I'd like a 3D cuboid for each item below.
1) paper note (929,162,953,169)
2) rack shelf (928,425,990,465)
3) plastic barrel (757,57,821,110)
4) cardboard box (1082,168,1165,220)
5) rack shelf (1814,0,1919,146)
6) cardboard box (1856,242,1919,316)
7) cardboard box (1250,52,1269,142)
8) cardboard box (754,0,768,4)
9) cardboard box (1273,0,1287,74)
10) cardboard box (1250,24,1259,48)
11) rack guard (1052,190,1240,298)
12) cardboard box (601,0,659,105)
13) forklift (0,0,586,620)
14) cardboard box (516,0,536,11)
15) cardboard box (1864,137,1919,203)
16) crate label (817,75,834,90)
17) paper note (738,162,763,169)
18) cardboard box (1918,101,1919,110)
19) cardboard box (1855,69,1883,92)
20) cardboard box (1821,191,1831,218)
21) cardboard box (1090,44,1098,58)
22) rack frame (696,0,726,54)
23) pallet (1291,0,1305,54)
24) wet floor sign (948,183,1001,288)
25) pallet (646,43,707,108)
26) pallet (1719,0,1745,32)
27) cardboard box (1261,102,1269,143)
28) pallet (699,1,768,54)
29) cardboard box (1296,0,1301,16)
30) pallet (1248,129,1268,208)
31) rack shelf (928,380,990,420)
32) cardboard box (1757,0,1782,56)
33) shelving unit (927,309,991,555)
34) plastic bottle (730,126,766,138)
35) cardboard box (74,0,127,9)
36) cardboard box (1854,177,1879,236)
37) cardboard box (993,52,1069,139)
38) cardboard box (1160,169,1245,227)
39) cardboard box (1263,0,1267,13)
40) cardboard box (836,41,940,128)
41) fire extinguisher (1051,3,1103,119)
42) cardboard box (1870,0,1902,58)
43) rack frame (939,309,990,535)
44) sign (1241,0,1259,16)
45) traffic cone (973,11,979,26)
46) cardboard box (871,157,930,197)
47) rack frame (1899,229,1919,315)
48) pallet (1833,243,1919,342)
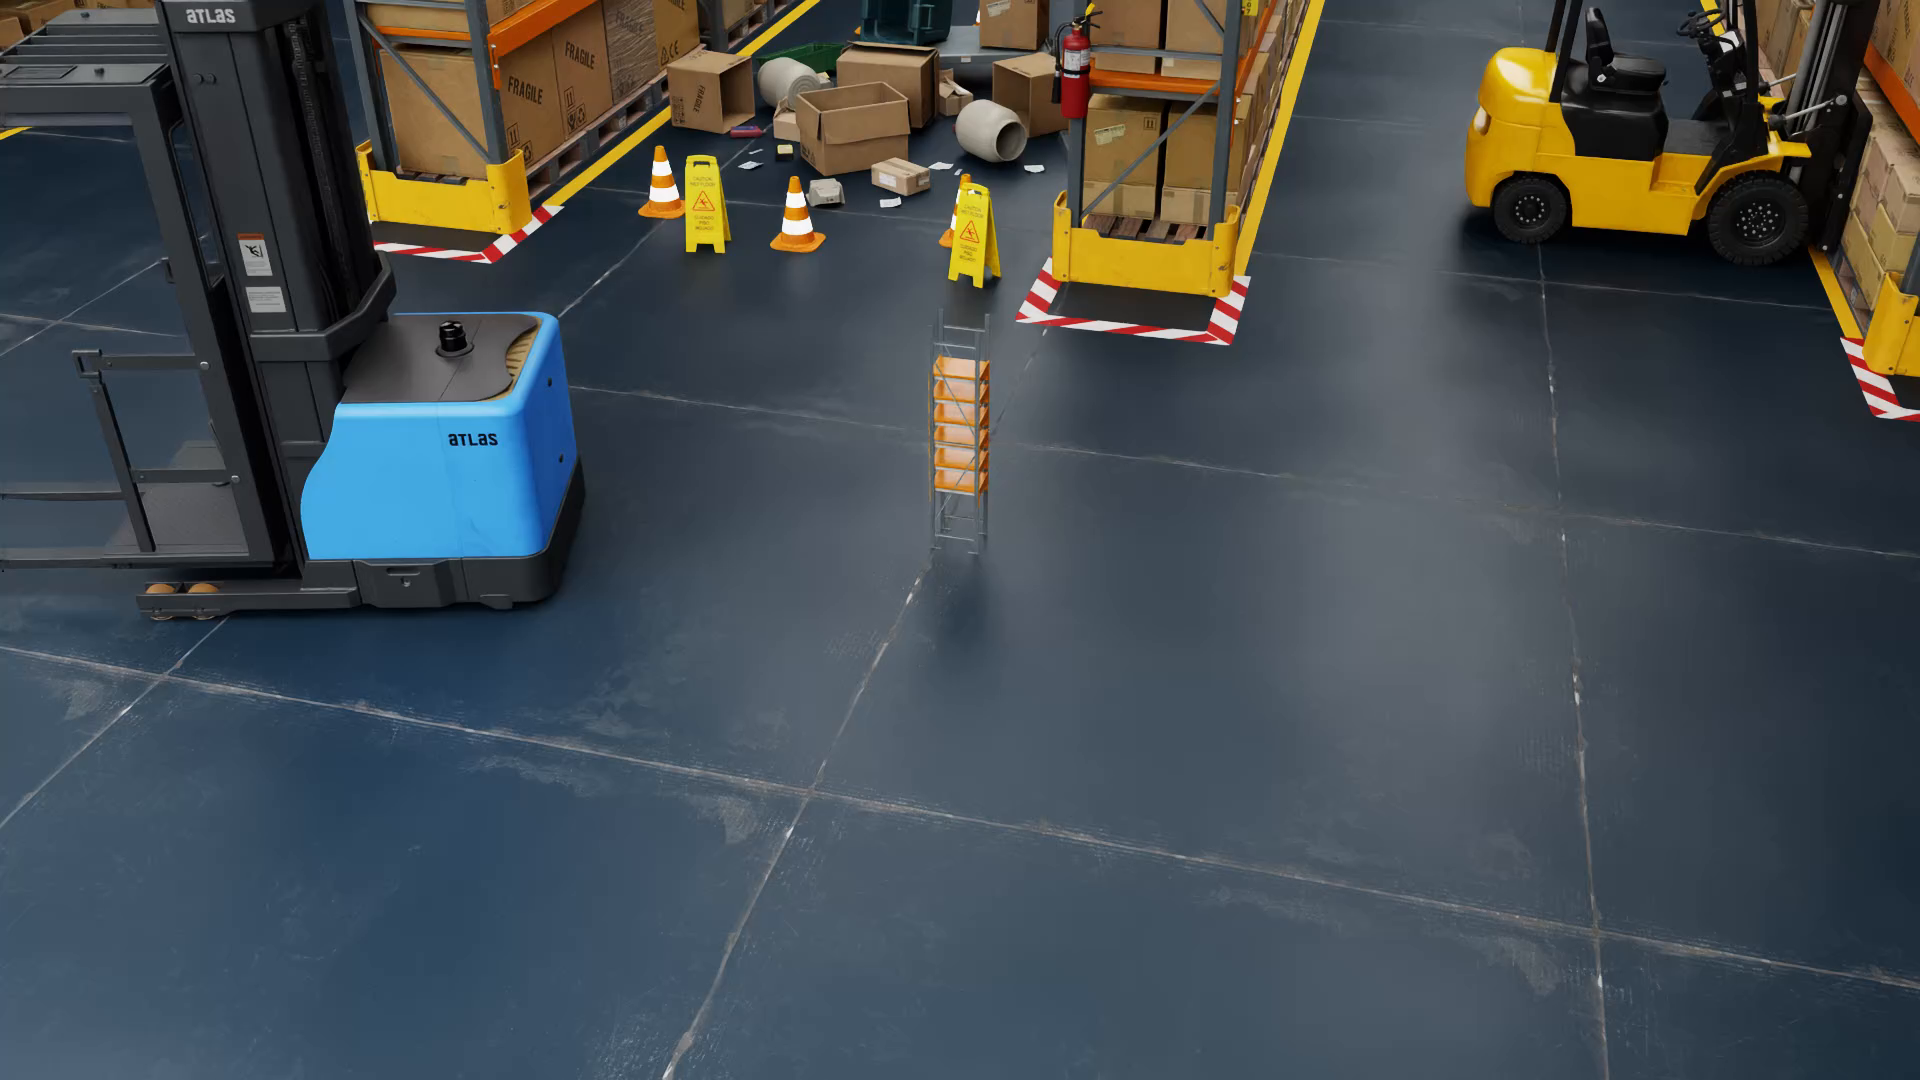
[{"bbox_3d":[-0.144,-2.873,12.751,0.148,0.019,0.142,20,38,29],"label":"paper note"},{"bbox_3d":[-0.004,-0.461,7.940,0.258,0.103,0.180,8,33,12],"label":"rack shelf"},{"bbox_3d":[-1.421,-3.761,13.771,0.421,0.421,0.512,-21,38,-29],"label":"plastic barrel"},{"bbox_3d":[1.132,-2.434,11.454,0.500,0.250,0.500,8,33,12],"label":"cardboard box"},{"bbox_3d":[6.491,-3.009,10.858,1.077,0.370,4.000,8,33,12],"label":"rack shelf"},{"bbox_3d":[5.797,-1.578,10.108,0.500,0.250,0.500,8,33,13],"label":"cardboard box"},{"bbox_3d":[1.923,-3.206,11.970,0.500,0.500,0.500,9,33,13],"label":"cardboard box"},{"bbox_3d":[-2.298,-5.708,16.138,1.050,0.750,0.750,8,33,12],"label":"cardboard box"},{"bbox_3d":[2.306,-4.014,13.240,0.500,0.500,0.500,8,33,12],"label":"cardboard box"},{"bbox_3d":[1.773,-3.376,10.998,0.380,0.149,0.250,9,33,13],"label":"cardboard box"},{"bbox_3d":[1.201,-1.933,10.825,1.175,0.500,0.348,8,33,12],"label":"rack guard"},{"bbox_3d":[-3.070,-4.141,13.557,0.875,0.875,0.875,8,33,13],"label":"cardboard box"},{"bbox_3d":[-3.410,-1.155,7.335,3.031,2.935,1.130,-1,32,-1],"label":"forklift"},{"bbox_3d":[-3.464,-4.120,11.796,0.875,0.550,0.550,8,33,12],"label":"cardboard box"},{"bbox_3d":[5.923,-2.261,10.249,0.500,0.250,0.500,9,33,13],"label":"cardboard box"},{"bbox_3d":[-1.237,-3.872,14.214,0.298,0.136,0.250,-14,35,-21],"label":"crate label"},{"bbox_3d":[-1.603,-2.877,12.749,0.144,0.017,0.142,20,38,29],"label":"paper note"},{"bbox_3d":[5.854,-2.608,9.463,0.500,0.500,0.500,7,33,11],"label":"cardboard box"},{"bbox_3d":[6.318,-3.057,11.502,0.500,0.250,0.500,9,34,14],"label":"cardboard box"},{"bbox_3d":[6.178,-2.366,11.347,0.500,0.250,0.500,9,34,14],"label":"cardboard box"},{"bbox_3d":[1.026,-3.212,10.741,0.380,0.149,0.250,8,33,12],"label":"cardboard box"},{"bbox_3d":[-2.617,-5.646,14.335,1.000,3.000,0.127,8,33,12],"label":"rack frame"},{"bbox_3d":[2.700,-4.887,15.740,1.003,0.211,1.213,8,33,12],"label":"pallet"},{"bbox_3d":[0.098,-2.002,10.798,0.267,0.644,0.232,20,38,29],"label":"wet floor sign"},{"bbox_3d":[-2.886,-4.085,14.479,1.003,0.211,1.213,8,33,12],"label":"pallet"},{"bbox_3d":[7.767,-4.827,15.647,1.003,0.211,1.213,8,33,12],"label":"pallet"},{"bbox_3d":[2.047,-3.157,12.591,0.500,0.250,0.500,9,33,13],"label":"cardboard box"},{"bbox_3d":[-2.494,-4.880,15.729,1.003,0.211,1.213,8,33,12],"label":"pallet"},{"bbox_3d":[2.681,-5.100,15.534,0.950,0.372,0.625,9,34,14],"label":"cardboard box"},{"bbox_3d":[1.753,-2.859,12.550,1.003,0.211,1.213,8,33,12],"label":"pallet"},{"bbox_3d":[-0.004,-0.664,7.811,0.258,0.103,0.180,8,33,12],"label":"rack shelf"},{"bbox_3d":[7.513,-4.590,14.496,0.875,0.625,0.625,7,33,10],"label":"cardboard box"},{"bbox_3d":[-0.004,-0.499,7.916,0.258,1.200,0.189,8,33,12],"label":"shelving unit"},{"bbox_3d":[-1.698,-3.277,13.349,0.283,0.061,0.133,-3,33,-4],"label":"plastic bottle"},{"bbox_3d":[-7.749,-4.662,14.727,0.500,0.500,0.500,5,33,8],"label":"cardboard box"},{"bbox_3d":[5.942,-2.056,10.394,0.500,0.250,0.500,8,33,12],"label":"cardboard box"},{"bbox_3d":[0.608,-3.600,13.444,0.500,0.500,0.500,-21,38,-29],"label":"cardboard box"},{"bbox_3d":[1.654,-2.346,11.316,0.500,0.250,0.500,8,33,12],"label":"cardboard box"},{"bbox_3d":[1.826,-3.858,11.152,0.500,0.500,0.500,7,33,11],"label":"cardboard box"},{"bbox_3d":[-0.592,-3.695,13.466,0.797,0.637,0.503,8,33,12],"label":"cardboard box"},{"bbox_3d":[0.707,-2.919,10.118,0.296,0.674,0.183,8,33,12],"label":"fire extinguisher"},{"bbox_3d":[6.242,-3.404,10.716,0.500,0.500,0.500,8,33,13],"label":"cardboard box"},{"bbox_3d":[0.020,-0.546,7.991,0.240,1.200,0.006,8,33,12],"label":"rack frame"},{"bbox_3d":[1.706,-3.240,9.744,0.100,0.325,0.005,8,33,12],"label":"sign"},{"bbox_3d":[0.263,-5.074,15.801,0.336,0.463,0.334,8,33,12],"label":"traffic cone"},{"bbox_3d":[-0.440,-2.700,12.359,0.380,0.149,0.250,28,42,36],"label":"cardboard box"},{"bbox_3d":[5.983,-2.275,9.032,1.000,3.000,0.127,8,33,12],"label":"rack frame"},{"bbox_3d":[6.137,-1.500,10.413,1.003,0.211,1.213,8,33,12],"label":"pallet"}]
